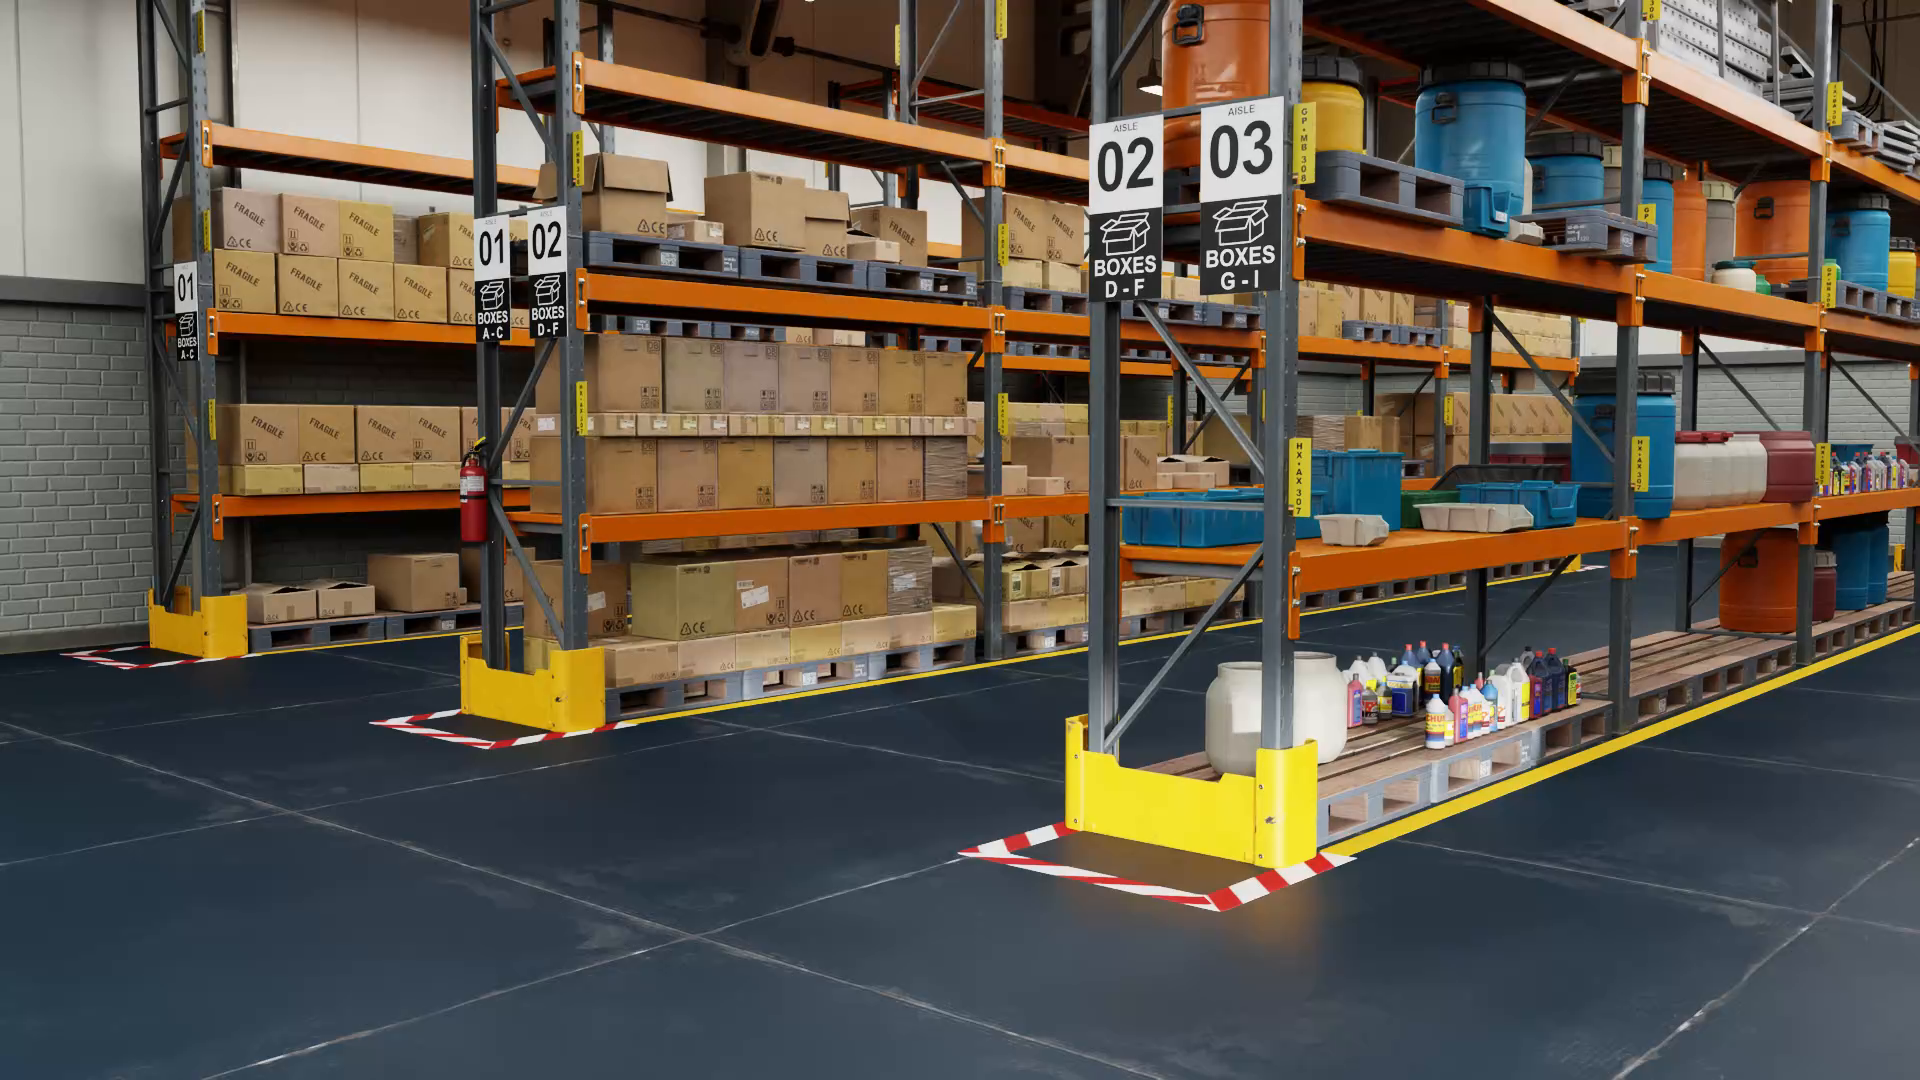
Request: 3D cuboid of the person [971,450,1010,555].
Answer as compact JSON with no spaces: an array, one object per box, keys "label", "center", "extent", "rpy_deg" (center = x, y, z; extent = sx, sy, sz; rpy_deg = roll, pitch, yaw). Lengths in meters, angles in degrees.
[{"label":"person","center":[0.304,-0.063,16.352],"extent":[0.474,1.694,0.345],"rpy_deg":[3,5,41]}]
